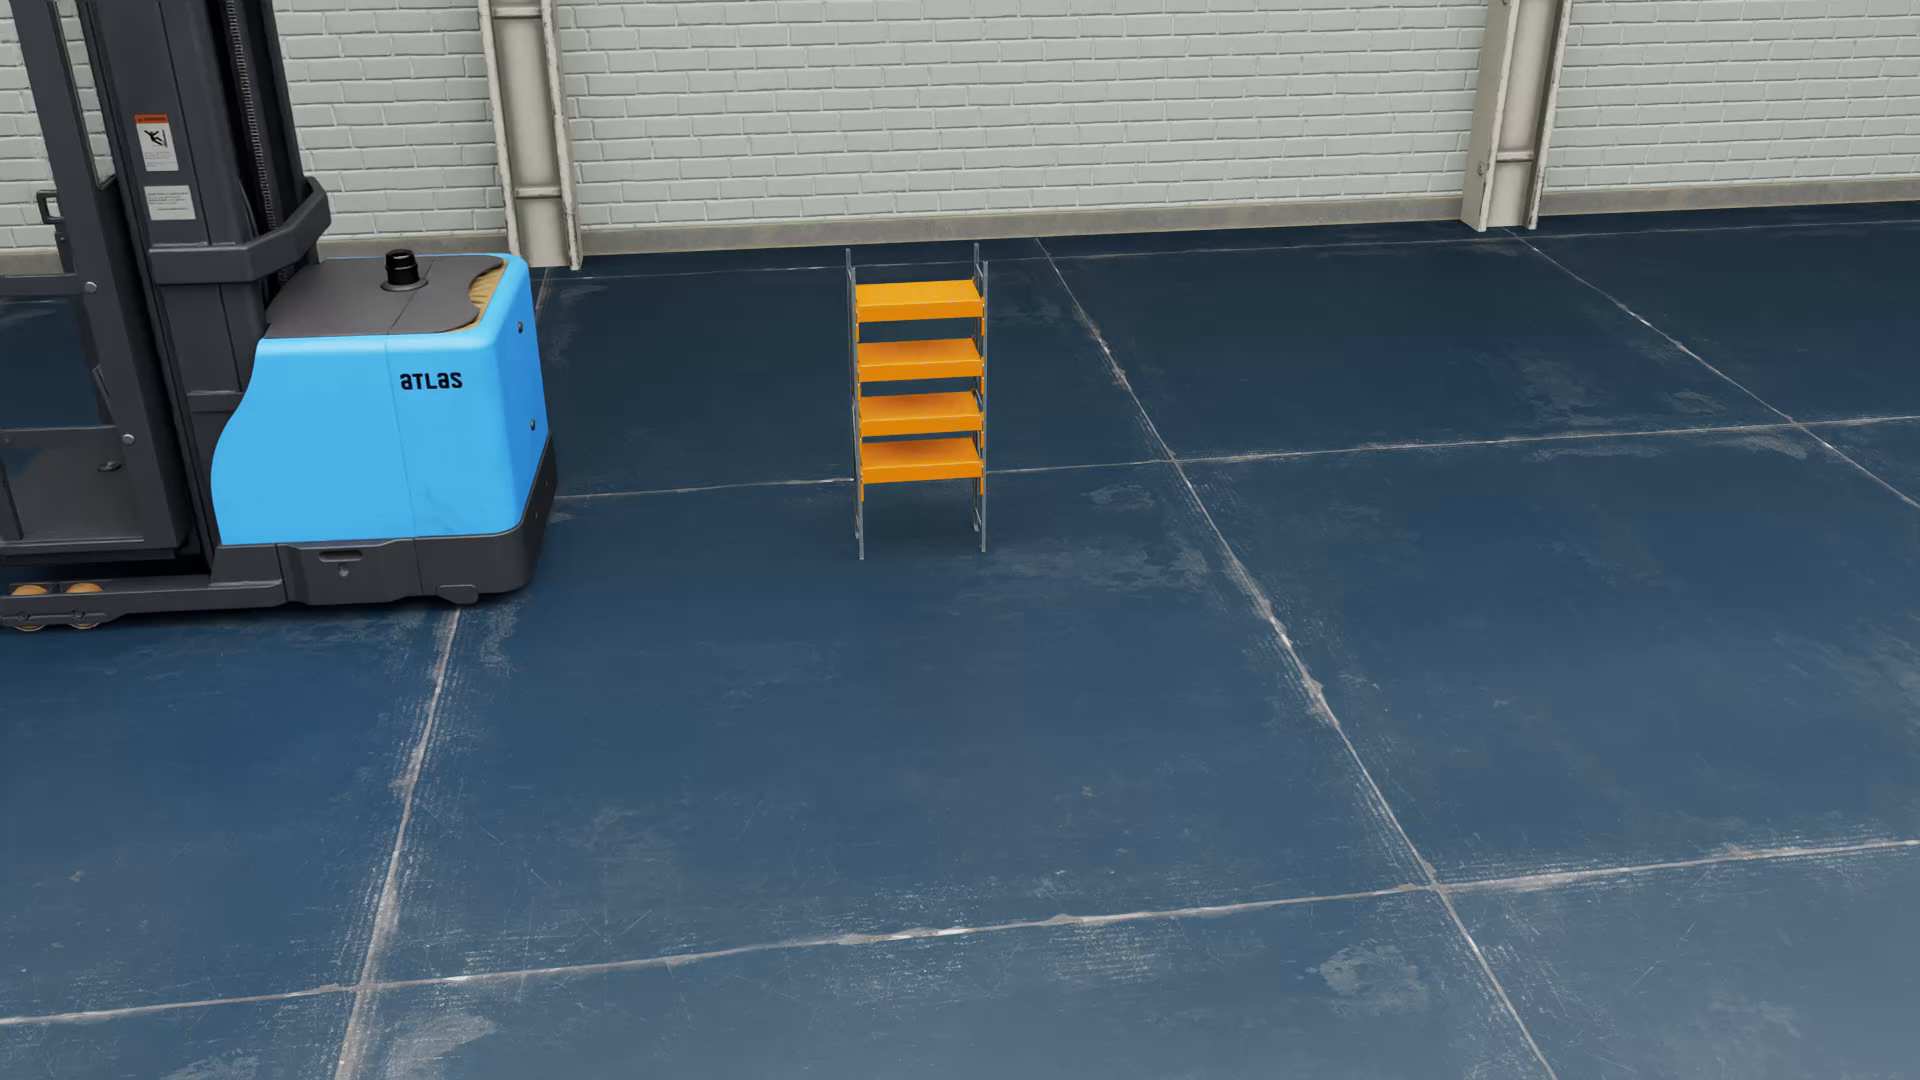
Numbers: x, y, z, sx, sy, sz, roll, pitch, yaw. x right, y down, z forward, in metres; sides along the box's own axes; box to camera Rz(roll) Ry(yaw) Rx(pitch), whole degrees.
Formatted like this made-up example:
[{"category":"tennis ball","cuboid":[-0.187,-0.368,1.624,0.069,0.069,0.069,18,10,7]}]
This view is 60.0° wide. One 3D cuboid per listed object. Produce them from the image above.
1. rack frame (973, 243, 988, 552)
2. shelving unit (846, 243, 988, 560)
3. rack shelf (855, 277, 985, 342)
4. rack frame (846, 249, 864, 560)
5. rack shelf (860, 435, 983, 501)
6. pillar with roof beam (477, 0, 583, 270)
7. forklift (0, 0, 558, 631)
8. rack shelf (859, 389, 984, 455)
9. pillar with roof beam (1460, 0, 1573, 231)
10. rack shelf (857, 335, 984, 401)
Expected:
[{"category":"rack frame","cuboid":[0.078,-0.539,6.486,0.015,1.200,0.240,-4,27,-7]},{"category":"shelving unit","cuboid":[-0.164,-0.523,6.456,0.503,1.200,0.258,-4,27,-7]},{"category":"rack shelf","cuboid":[-0.164,-0.873,6.276,0.480,0.148,0.258,-4,27,-7]},{"category":"rack frame","cuboid":[-0.406,-0.508,6.425,0.015,1.200,0.240,-4,27,-7]},{"category":"rack shelf","cuboid":[-0.164,-0.287,6.577,0.480,0.148,0.258,-4,27,-7]},{"category":"pillar with roof beam","cuboid":[-1.875,-3.720,4.144,0.400,9.000,9.100,-4,27,-7]},{"category":"forklift","cuboid":[-3.175,-1.222,5.921,3.031,2.935,1.130,-2,27,-5]},{"category":"rack shelf","cuboid":[-0.164,-0.463,6.486,0.480,0.148,0.258,-4,27,-7]},{"category":"pillar with roof beam","cuboid":[4.067,-4.102,4.887,0.400,9.000,9.100,-4,27,-7]},{"category":"rack shelf","cuboid":[-0.164,-0.662,6.384,0.480,0.148,0.258,-4,27,-7]}]
